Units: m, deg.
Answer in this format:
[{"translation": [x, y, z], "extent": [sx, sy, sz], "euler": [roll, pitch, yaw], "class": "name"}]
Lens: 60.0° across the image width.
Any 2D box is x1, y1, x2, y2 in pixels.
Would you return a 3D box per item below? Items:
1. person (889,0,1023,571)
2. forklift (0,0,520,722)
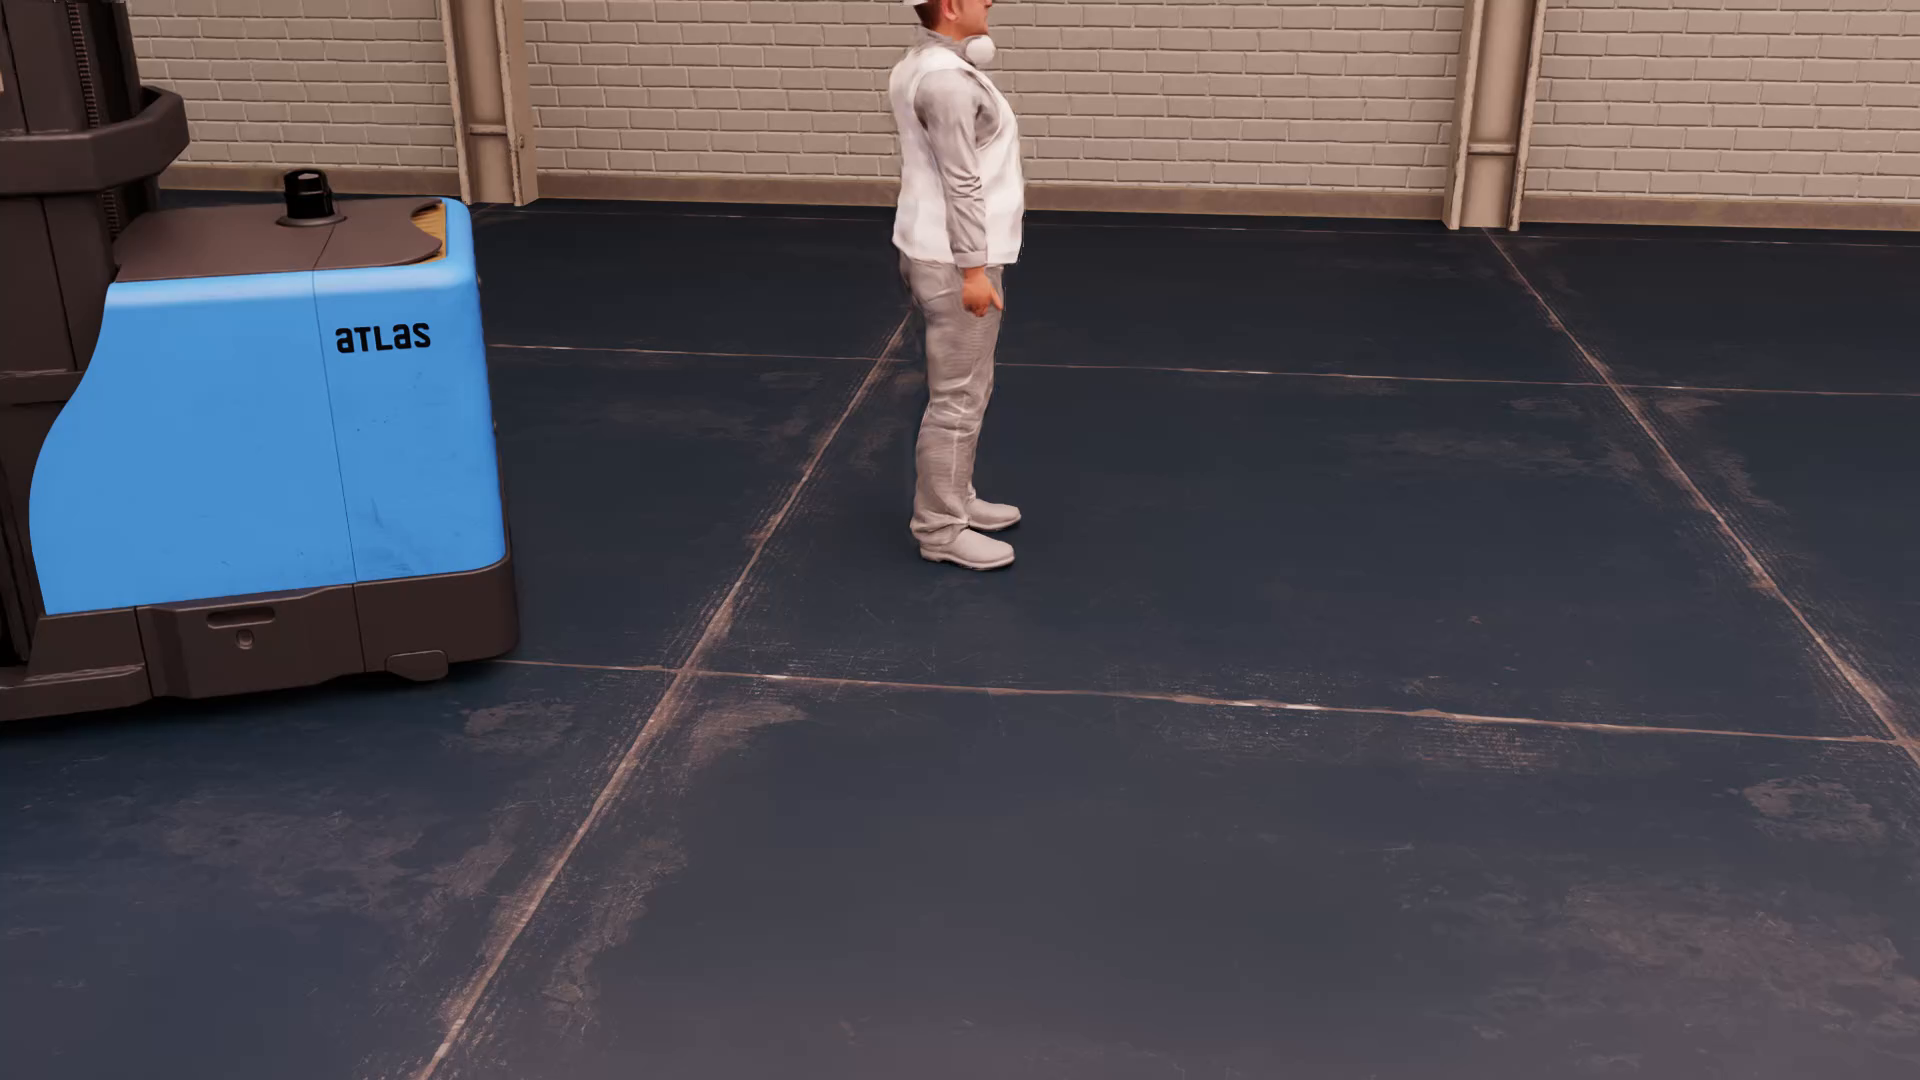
[{"translation": [0.017, -0.825, 4.859], "extent": [0.408, 1.772, 0.542], "euler": [-6, 23, -15], "class": "person"}, {"translation": [-2.723, -1.030, 3.812], "extent": [3.031, 2.935, 1.130], "euler": [-6, 23, -15], "class": "forklift"}]
